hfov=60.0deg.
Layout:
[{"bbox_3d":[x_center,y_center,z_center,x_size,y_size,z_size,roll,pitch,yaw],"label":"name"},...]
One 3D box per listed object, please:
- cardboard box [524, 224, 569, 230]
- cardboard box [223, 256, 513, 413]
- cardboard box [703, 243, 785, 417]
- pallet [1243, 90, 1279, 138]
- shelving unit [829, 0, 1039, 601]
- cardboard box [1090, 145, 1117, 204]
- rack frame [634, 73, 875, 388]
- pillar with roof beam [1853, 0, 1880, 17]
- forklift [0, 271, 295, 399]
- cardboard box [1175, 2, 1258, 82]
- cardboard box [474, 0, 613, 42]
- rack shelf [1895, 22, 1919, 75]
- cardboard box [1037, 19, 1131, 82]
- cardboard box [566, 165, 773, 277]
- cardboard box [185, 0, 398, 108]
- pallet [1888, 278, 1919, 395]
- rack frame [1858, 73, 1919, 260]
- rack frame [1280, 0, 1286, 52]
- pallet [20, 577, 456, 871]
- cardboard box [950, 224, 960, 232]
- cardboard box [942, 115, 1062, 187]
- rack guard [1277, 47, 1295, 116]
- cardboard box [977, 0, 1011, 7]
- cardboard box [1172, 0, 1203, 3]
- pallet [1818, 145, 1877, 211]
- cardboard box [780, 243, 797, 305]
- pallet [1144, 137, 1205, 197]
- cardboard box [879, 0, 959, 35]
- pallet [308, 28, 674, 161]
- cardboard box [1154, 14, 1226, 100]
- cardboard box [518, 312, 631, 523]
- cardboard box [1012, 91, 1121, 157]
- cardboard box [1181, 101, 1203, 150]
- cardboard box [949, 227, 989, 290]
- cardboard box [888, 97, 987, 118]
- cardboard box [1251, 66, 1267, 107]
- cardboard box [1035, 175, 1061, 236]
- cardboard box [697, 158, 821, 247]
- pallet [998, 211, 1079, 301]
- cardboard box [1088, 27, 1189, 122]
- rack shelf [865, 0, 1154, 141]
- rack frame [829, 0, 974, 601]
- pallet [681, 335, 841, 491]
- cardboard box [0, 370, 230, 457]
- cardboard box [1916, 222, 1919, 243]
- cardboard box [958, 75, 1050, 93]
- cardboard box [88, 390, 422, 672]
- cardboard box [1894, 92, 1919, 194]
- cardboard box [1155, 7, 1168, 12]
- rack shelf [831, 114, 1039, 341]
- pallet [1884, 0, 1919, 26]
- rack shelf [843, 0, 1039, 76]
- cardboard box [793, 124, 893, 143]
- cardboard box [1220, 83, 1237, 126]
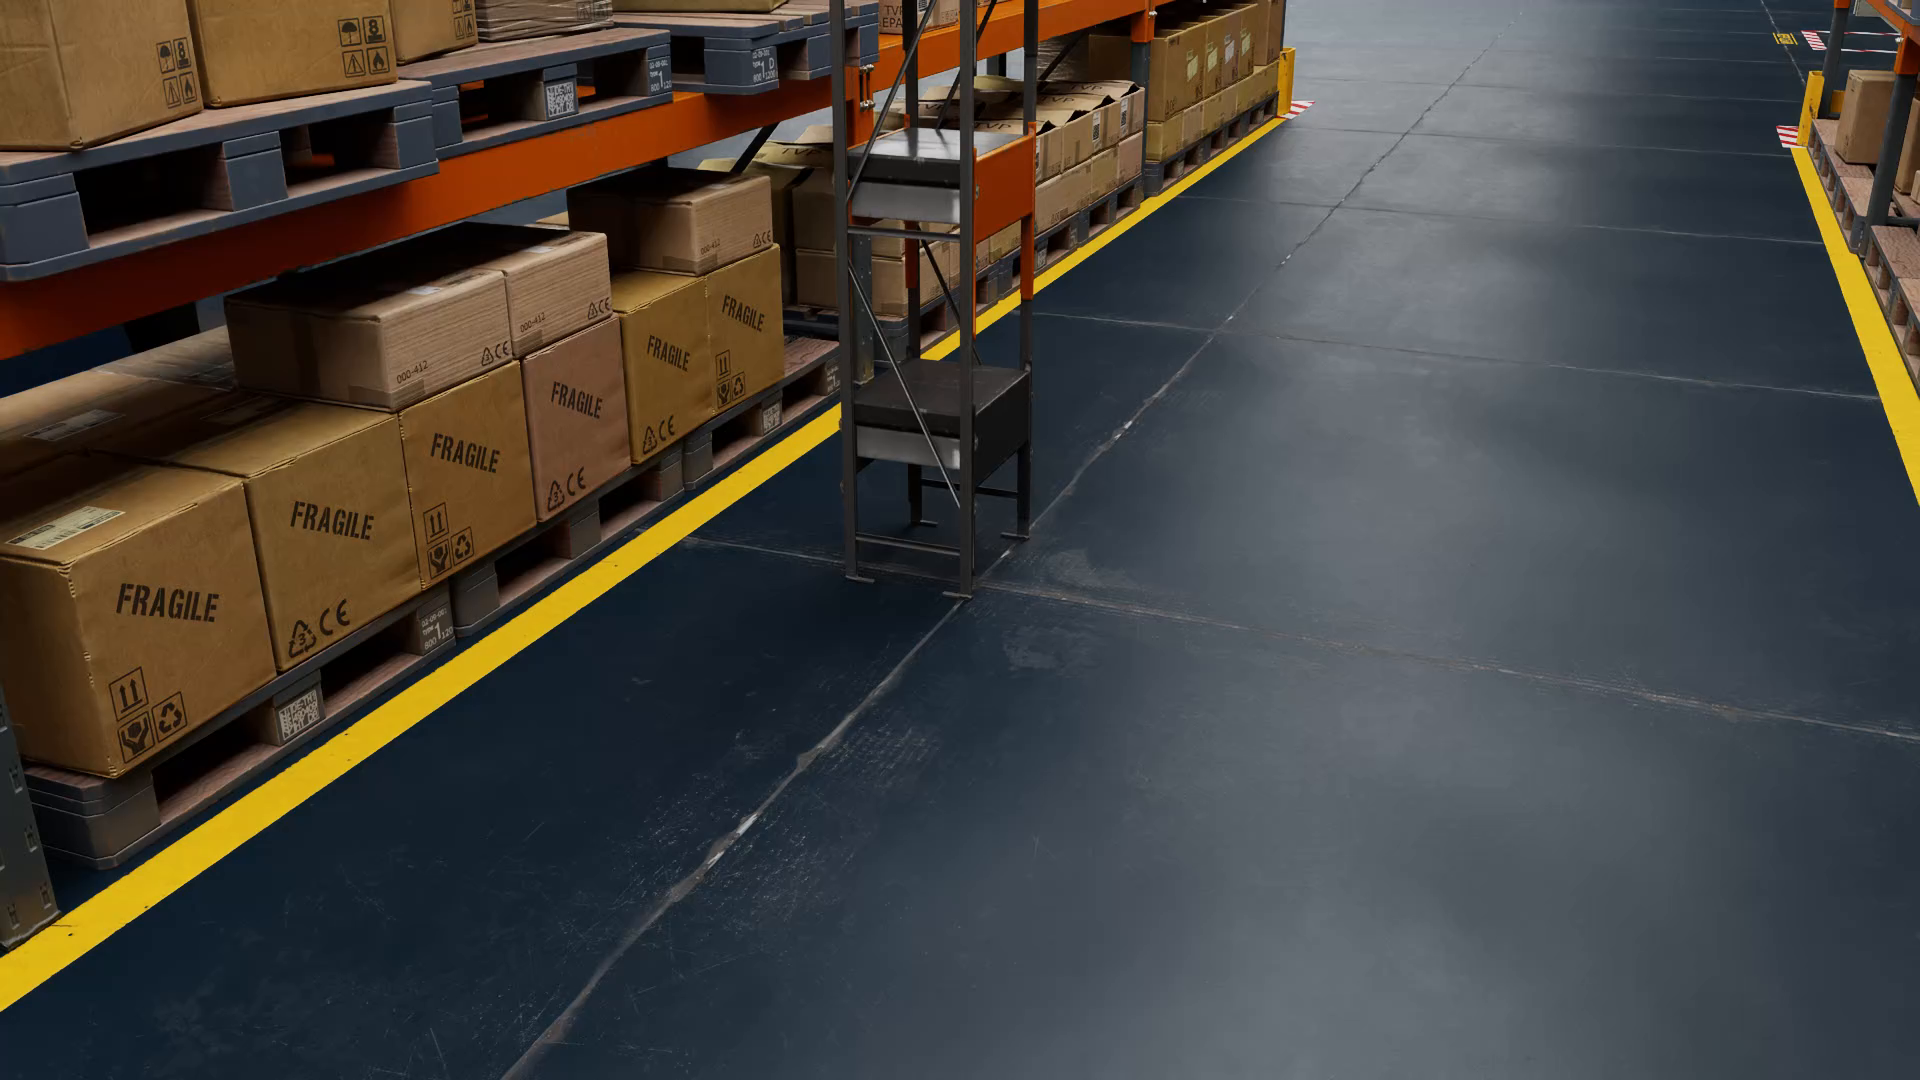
[{"bbox_3d":[-1.462,-0.832,6.023,0.500,0.500,0.500,8,24,18],"label":"cardboard box"},{"bbox_3d":[-1.546,-0.553,4.381,0.500,0.250,0.500,9,24,20],"label":"cardboard box"},{"bbox_3d":[-0.967,-0.774,5.883,0.500,0.500,0.500,10,25,22],"label":"cardboard box"},{"bbox_3d":[1.889,-3.389,13.090,1.003,0.211,1.213,9,24,20],"label":"pallet"},{"bbox_3d":[-0.061,-0.910,4.703,0.431,2.100,0.503,9,24,20],"label":"shelving unit"},{"bbox_3d":[0.573,-2.078,9.357,0.500,0.250,0.500,8,24,19],"label":"cardboard box"},{"bbox_3d":[-0.838,-2.093,6.368,1.000,3.000,0.127,9,24,20],"label":"rack frame"},{"bbox_3d":[7.738,-11.552,21.231,9.100,9.000,0.400,9,24,20],"label":"pillar with roof beam"},{"bbox_3d":[-2.973,-1.722,5.570,1.130,2.935,3.031,9,24,20],"label":"forklift"},{"bbox_3d":[1.853,-3.632,12.103,0.500,0.500,0.500,9,24,20],"label":"cardboard box"},{"bbox_3d":[-1.484,-1.791,4.972,0.700,0.500,0.500,14,26,30],"label":"cardboard box"},{"bbox_3d":[4.506,-1.769,6.525,1.077,0.370,4.000,9,24,20],"label":"rack shelf"},{"bbox_3d":[0.814,-3.170,10.996,0.500,0.500,0.500,9,24,20],"label":"cardboard box"},{"bbox_3d":[-0.984,-1.099,5.689,0.500,0.250,0.500,10,25,22],"label":"cardboard box"},{"bbox_3d":[-1.743,-1.294,3.781,0.700,0.500,0.500,13,26,28],"label":"cardboard box"},{"bbox_3d":[4.509,-0.813,6.921,1.003,0.211,1.213,9,24,20],"label":"pallet"},{"bbox_3d":[5.249,-2.816,8.100,1.000,3.000,0.127,9,24,20],"label":"rack frame"},{"bbox_3d":[2.134,-4.955,13.222,1.000,3.000,0.127,9,24,20],"label":"rack frame"},{"bbox_3d":[-2.057,0.329,4.189,1.003,0.211,1.213,9,24,20],"label":"pallet"},{"bbox_3d":[-0.183,-1.611,7.510,0.500,0.311,0.500,8,24,19],"label":"cardboard box"},{"bbox_3d":[0.199,-1.977,8.387,0.500,0.311,0.500,8,24,19],"label":"cardboard box"},{"bbox_3d":[2.143,-3.811,13.724,1.175,0.500,0.348,9,24,20],"label":"rack guard"},{"bbox_3d":[-0.034,-2.930,8.243,0.500,0.500,0.500,9,24,20],"label":"cardboard box"},{"bbox_3d":[1.544,-3.887,12.714,0.500,0.500,0.500,9,24,20],"label":"cardboard box"},{"bbox_3d":[5.917,-2.213,10.274,1.003,0.211,1.213,9,24,20],"label":"pallet"},{"bbox_3d":[-0.869,-1.241,7.351,0.500,0.250,0.500,9,24,21],"label":"cardboard box"},{"bbox_3d":[0.982,-2.516,10.999,1.003,0.211,1.213,9,24,20],"label":"pallet"},{"bbox_3d":[-0.326,-2.344,7.085,0.500,0.311,0.500,8,24,19],"label":"cardboard box"},{"bbox_3d":[-1.556,-1.307,4.737,1.003,0.211,1.213,9,24,20],"label":"pallet"},{"bbox_3d":[1.482,-3.274,11.246,0.500,0.500,0.500,9,24,20],"label":"cardboard box"},{"bbox_3d":[-1.349,-0.400,4.988,0.500,0.500,0.500,8,24,18],"label":"cardboard box"},{"bbox_3d":[0.576,-2.335,9.243,0.500,0.311,0.500,9,24,22],"label":"cardboard box"},{"bbox_3d":[1.292,-2.750,10.964,0.500,0.250,0.500,9,24,20],"label":"cardboard box"},{"bbox_3d":[-0.185,-1.343,7.596,0.500,0.250,0.500,8,24,19],"label":"cardboard box"},{"bbox_3d":[-0.119,-2.232,8.996,0.500,0.311,0.500,8,24,18],"label":"cardboard box"},{"bbox_3d":[2.034,-3.466,12.678,0.500,0.250,0.500,9,24,20],"label":"cardboard box"},{"bbox_3d":[0.194,-1.713,8.483,0.500,0.250,0.500,9,24,21],"label":"cardboard box"},{"bbox_3d":[-0.872,-1.499,7.242,0.500,0.311,0.500,9,24,21],"label":"cardboard box"},{"bbox_3d":[-0.041,-1.530,8.639,1.003,0.211,1.213,9,24,20],"label":"pallet"},{"bbox_3d":[1.111,-2.916,10.389,0.500,0.500,0.500,9,24,20],"label":"cardboard box"},{"bbox_3d":[-0.095,-2.476,8.220,1.077,0.370,4.000,9,24,20],"label":"rack shelf"},{"bbox_3d":[-0.152,-0.822,4.494,0.400,2.100,0.015,9,24,20],"label":"rack frame"},{"bbox_3d":[-1.150,-0.544,6.279,1.003,0.211,1.213,9,24,20],"label":"pallet"},{"bbox_3d":[-2.215,-0.104,4.280,0.500,0.500,0.500,9,24,20],"label":"cardboard box"},{"bbox_3d":[4.991,-1.600,7.861,0.700,0.500,0.500,10,25,22],"label":"cardboard box"},{"bbox_3d":[0.263,-2.596,9.867,0.500,0.311,0.500,9,24,20],"label":"cardboard box"},{"bbox_3d":[-1.730,-0.041,4.130,0.500,0.500,0.500,9,24,21],"label":"cardboard box"},{"bbox_3d":[5.597,-2.243,9.400,0.500,0.500,0.500,7,24,16],"label":"cardboard box"},{"bbox_3d":[1.168,-3.530,11.859,0.500,0.500,0.500,9,24,20],"label":"cardboard box"},{"bbox_3d":[-0.061,-0.897,4.709,0.431,0.518,0.480,9,24,20],"label":"rack shelf"},{"bbox_3d":[4.830,-2.475,7.532,1.003,0.211,1.213,9,24,20],"label":"pallet"},{"bbox_3d":[-0.062,-1.543,4.439,0.431,0.518,0.480,9,24,20],"label":"rack shelf"},{"bbox_3d":[-0.495,-1.866,8.121,0.500,0.311,0.500,9,24,20],"label":"cardboard box"},{"bbox_3d":[1.663,-3.108,11.821,0.500,0.250,0.500,9,24,20],"label":"cardboard box"}]
